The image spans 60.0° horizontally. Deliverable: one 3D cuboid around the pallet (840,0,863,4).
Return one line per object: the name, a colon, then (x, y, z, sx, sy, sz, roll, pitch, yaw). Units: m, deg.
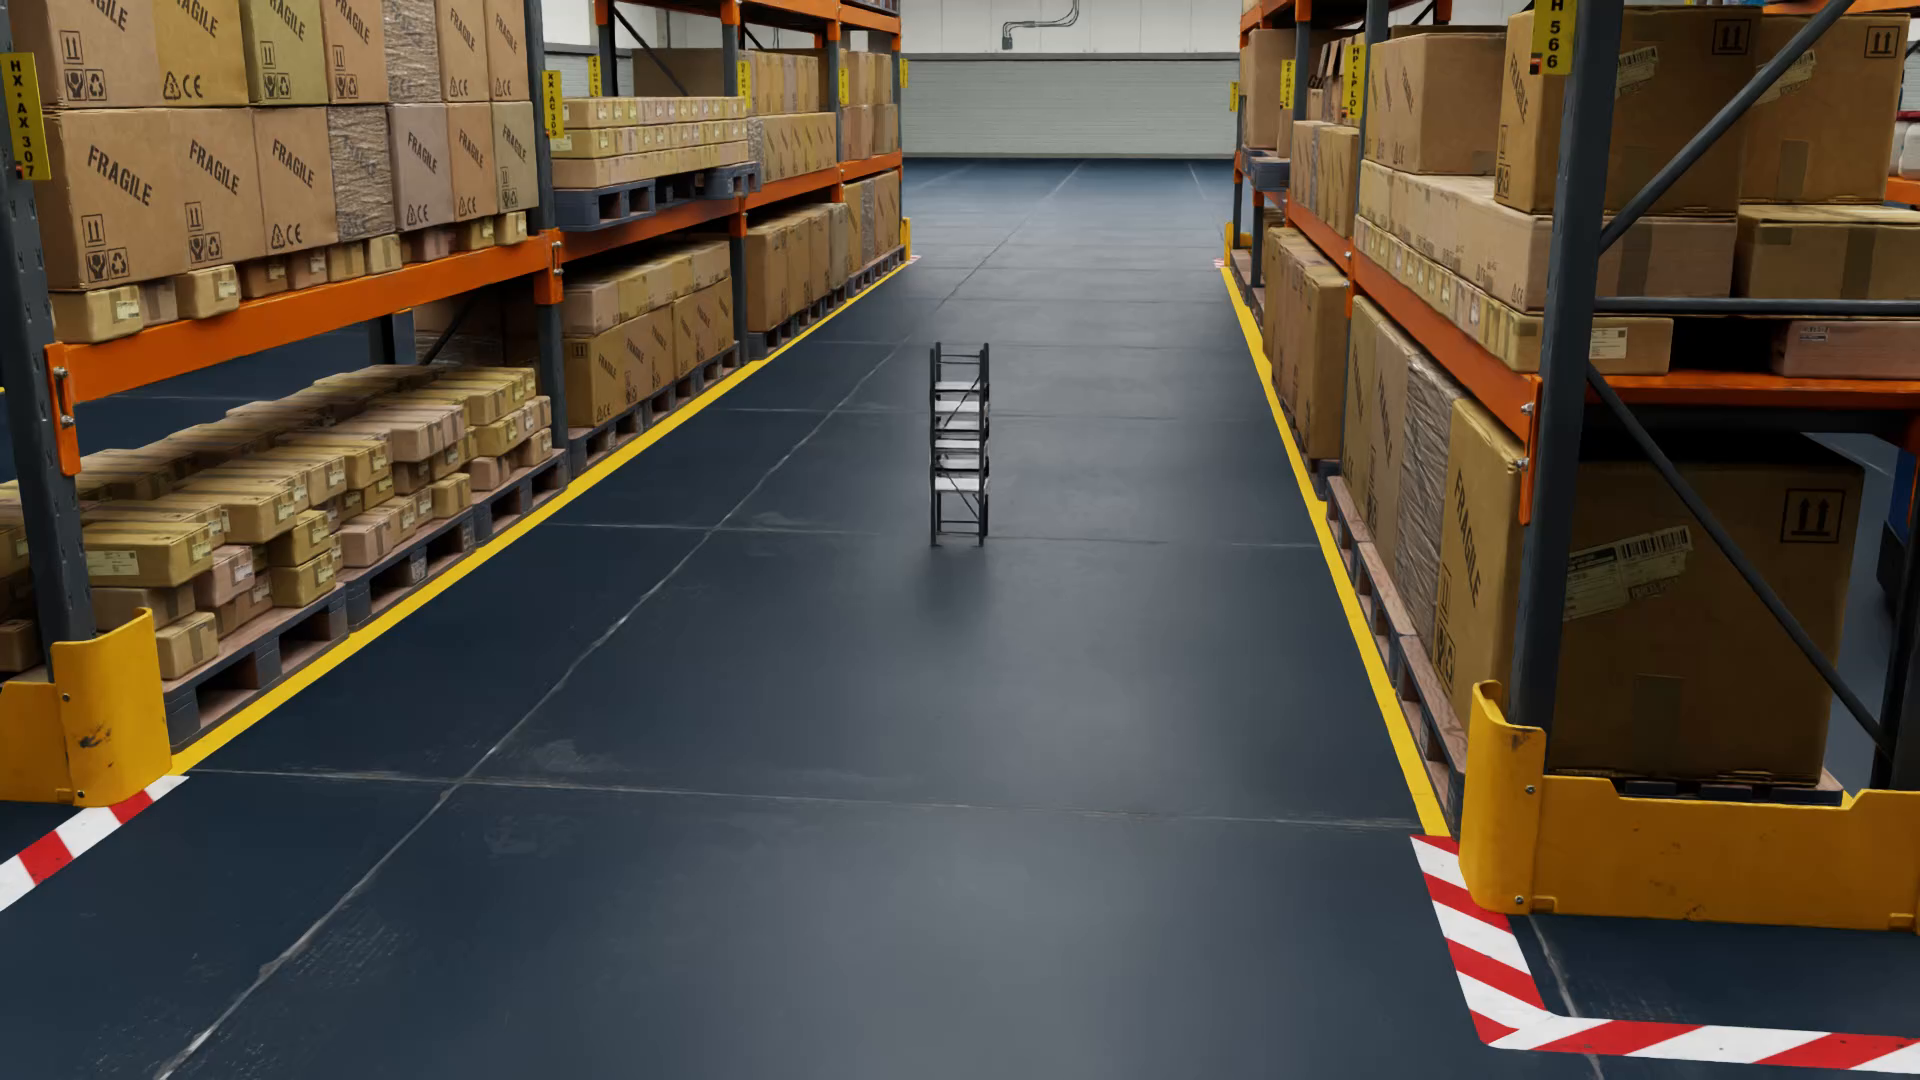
pallet: (-1.552, -5.444, 16.473, 1.003, 0.211, 1.213, 2, 15, 6)

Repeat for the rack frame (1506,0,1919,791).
rack frame: (1.908, -0.543, 3.923, 1.000, 3.000, 0.127, 2, 15, 6)

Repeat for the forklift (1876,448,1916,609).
forklift: (5.044, -0.956, 5.582, 3.031, 2.935, 1.130, 5, 16, 19)

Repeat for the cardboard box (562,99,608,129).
cardboard box: (-2.056, -2.210, 8.625, 0.380, 0.149, 0.250, 2, 15, 9)

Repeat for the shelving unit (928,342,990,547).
shelving unit: (-0.001, -0.432, 7.537, 0.258, 0.900, 0.210, 2, 15, 6)

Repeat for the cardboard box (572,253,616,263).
cardboard box: (-2.550, -1.717, 10.812, 0.500, 0.250, 0.500, 2, 15, 7)

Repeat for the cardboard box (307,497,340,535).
cardboard box: (-2.595, -0.084, 6.313, 0.380, 0.149, 0.250, 1, 15, 4)

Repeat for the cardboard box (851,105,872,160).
cardboard box: (-1.407, -4.276, 17.441, 0.875, 0.550, 0.550, 2, 15, 6)

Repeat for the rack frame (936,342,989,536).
rack frame: (0.011, -0.459, 7.634, 0.240, 0.900, 0.006, 2, 15, 6)

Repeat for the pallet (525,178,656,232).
pallet: (-2.326, -1.854, 9.139, 1.003, 0.211, 1.213, 2, 15, 6)

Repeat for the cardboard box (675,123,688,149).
cardboard box: (-1.881, -2.472, 10.164, 0.380, 0.149, 0.250, 1, 15, 5)

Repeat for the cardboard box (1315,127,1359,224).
cardboard box: (2.256, -2.022, 9.200, 0.500, 0.500, 0.500, 2, 15, 6)

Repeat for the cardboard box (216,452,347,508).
cardboard box: (-2.558, -0.230, 6.282, 0.380, 0.149, 0.250, 2, 15, 8)

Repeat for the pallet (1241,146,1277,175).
pallet: (3.032, -3.368, 14.740, 1.003, 0.211, 1.213, 2, 15, 6)

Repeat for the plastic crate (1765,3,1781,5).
plastic crate: (7.963, -5.258, 16.120, 0.243, 0.136, 0.396, 2, 15, 6)

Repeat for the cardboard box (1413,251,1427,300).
cardboard box: (1.794, -0.920, 5.799, 0.380, 0.149, 0.250, 2, 15, 7)

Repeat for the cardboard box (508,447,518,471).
cardboard box: (-2.375, -0.402, 8.060, 0.380, 0.149, 0.250, 2, 15, 8)

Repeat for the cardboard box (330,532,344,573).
cardboard box: (-2.590, 0.065, 6.332, 0.380, 0.149, 0.250, 2, 15, 6)

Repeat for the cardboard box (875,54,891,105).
cardboard box: (-1.254, -5.218, 18.857, 0.875, 0.550, 0.550, 2, 15, 6)

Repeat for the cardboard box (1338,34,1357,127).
cardboard box: (2.567, -2.618, 9.484, 0.797, 0.503, 0.637, 2, 15, 8)

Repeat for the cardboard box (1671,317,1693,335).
cardboard box: (2.361, -0.704, 5.002, 0.380, 0.149, 0.250, 1, 15, 5)

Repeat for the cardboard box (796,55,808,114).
cardboard box: (-1.761, -4.096, 14.956, 0.700, 0.500, 0.500, 1, 15, 5)

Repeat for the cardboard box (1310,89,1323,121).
cardboard box: (2.832, -3.010, 12.050, 0.500, 0.500, 0.500, 0, 15, -1)

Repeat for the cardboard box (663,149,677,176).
cardboard box: (-1.914, -2.261, 9.955, 0.380, 0.149, 0.250, 1, 15, 5)

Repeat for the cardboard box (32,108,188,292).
cardboard box: (-2.683, -1.015, 4.908, 0.500, 0.500, 0.500, 2, 15, 9)

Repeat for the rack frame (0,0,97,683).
rack frame: (-3.009, -0.715, 4.560, 1.000, 3.000, 0.127, 2, 15, 6)

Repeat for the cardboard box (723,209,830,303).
cardboard box: (-1.748, -2.530, 14.779, 1.050, 0.750, 0.750, 2, 15, 6)

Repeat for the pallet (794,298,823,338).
pallet: (-1.802, -1.962, 14.512, 1.003, 0.211, 1.213, 2, 15, 6)

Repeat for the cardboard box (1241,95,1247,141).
cardboard box: (3.624, -4.742, 18.693, 0.875, 0.500, 0.500, 2, 15, 6)

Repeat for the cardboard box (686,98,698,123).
cardboard box: (-1.854, -2.683, 10.373, 0.380, 0.149, 0.250, 2, 15, 9)

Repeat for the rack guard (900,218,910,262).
rack guard: (-1.201, -3.664, 20.256, 1.175, 0.500, 0.348, 2, 15, 6)

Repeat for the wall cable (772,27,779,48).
wall cable: (-7.008, -14.879, 51.395, 3.097, 2.526, 0.112, 2, 15, 6)

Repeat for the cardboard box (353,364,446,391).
cardboard box: (-2.802, -0.783, 8.328, 0.380, 0.149, 0.250, 2, 15, 9)

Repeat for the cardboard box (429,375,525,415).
cardboard box: (-2.328, -0.699, 8.017, 0.380, 0.149, 0.250, 2, 15, 7)

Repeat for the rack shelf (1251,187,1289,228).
rack shelf: (3.037, -2.789, 13.608, 1.077, 0.370, 4.000, 2, 15, 6)

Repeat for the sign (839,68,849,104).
sign: (-1.114, -4.335, 15.879, 0.100, 0.325, 0.005, 2, 15, 6)

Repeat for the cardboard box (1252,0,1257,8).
cardboard box: (3.176, -5.424, 16.515, 0.500, 0.250, 0.500, 2, 15, 6)

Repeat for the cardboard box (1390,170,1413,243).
cardboard box: (1.932, -1.274, 6.344, 0.500, 0.250, 0.500, 2, 15, 8)

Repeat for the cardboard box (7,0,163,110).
cardboard box: (-2.694, -1.498, 4.779, 0.500, 0.500, 0.500, 2, 15, 6)

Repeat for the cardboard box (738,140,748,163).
cardboard box: (-1.705, -2.730, 11.688, 0.380, 0.149, 0.250, 2, 15, 7)

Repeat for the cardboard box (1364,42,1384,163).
cardboard box: (2.052, -1.897, 7.211, 0.500, 0.500, 0.500, 2, 15, 6)

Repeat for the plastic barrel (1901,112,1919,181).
plastic barrel: (7.775, -3.143, 13.278, 0.433, 0.535, 0.433, 0, 15, 0)

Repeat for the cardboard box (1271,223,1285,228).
cardboard box: (3.404, -2.902, 16.634, 0.500, 0.500, 0.500, 7, 17, 24)

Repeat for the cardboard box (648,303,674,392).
cardboard box: (-2.107, -1.206, 10.359, 0.500, 0.500, 0.500, 2, 15, 7)

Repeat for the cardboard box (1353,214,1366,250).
cardboard box: (1.996, -1.392, 7.545, 0.380, 0.149, 0.250, 2, 15, 6)

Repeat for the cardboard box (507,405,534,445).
cardboard box: (-2.295, -0.561, 8.077, 0.380, 0.149, 0.250, 1, 15, 4)

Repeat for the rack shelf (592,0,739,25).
rack shelf: (-2.332, -3.372, 10.017, 1.077, 0.370, 4.000, 2, 15, 6)

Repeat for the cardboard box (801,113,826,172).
cardboard box: (-1.505, -3.601, 15.042, 0.500, 0.500, 0.500, 2, 15, 6)

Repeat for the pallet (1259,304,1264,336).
pallet: (3.041, -1.790, 13.876, 1.003, 0.211, 1.213, 2, 15, 6)

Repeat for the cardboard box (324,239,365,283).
cardboard box: (-2.521, -1.074, 6.369, 0.380, 0.149, 0.250, 2, 15, 8)

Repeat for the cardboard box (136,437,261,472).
cardboard box: (-3.005, -0.310, 6.578, 0.380, 0.149, 0.250, 1, 15, 4)

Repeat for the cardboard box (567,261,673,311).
cardboard box: (-2.092, -1.565, 10.250, 0.500, 0.250, 0.500, 2, 15, 8)
